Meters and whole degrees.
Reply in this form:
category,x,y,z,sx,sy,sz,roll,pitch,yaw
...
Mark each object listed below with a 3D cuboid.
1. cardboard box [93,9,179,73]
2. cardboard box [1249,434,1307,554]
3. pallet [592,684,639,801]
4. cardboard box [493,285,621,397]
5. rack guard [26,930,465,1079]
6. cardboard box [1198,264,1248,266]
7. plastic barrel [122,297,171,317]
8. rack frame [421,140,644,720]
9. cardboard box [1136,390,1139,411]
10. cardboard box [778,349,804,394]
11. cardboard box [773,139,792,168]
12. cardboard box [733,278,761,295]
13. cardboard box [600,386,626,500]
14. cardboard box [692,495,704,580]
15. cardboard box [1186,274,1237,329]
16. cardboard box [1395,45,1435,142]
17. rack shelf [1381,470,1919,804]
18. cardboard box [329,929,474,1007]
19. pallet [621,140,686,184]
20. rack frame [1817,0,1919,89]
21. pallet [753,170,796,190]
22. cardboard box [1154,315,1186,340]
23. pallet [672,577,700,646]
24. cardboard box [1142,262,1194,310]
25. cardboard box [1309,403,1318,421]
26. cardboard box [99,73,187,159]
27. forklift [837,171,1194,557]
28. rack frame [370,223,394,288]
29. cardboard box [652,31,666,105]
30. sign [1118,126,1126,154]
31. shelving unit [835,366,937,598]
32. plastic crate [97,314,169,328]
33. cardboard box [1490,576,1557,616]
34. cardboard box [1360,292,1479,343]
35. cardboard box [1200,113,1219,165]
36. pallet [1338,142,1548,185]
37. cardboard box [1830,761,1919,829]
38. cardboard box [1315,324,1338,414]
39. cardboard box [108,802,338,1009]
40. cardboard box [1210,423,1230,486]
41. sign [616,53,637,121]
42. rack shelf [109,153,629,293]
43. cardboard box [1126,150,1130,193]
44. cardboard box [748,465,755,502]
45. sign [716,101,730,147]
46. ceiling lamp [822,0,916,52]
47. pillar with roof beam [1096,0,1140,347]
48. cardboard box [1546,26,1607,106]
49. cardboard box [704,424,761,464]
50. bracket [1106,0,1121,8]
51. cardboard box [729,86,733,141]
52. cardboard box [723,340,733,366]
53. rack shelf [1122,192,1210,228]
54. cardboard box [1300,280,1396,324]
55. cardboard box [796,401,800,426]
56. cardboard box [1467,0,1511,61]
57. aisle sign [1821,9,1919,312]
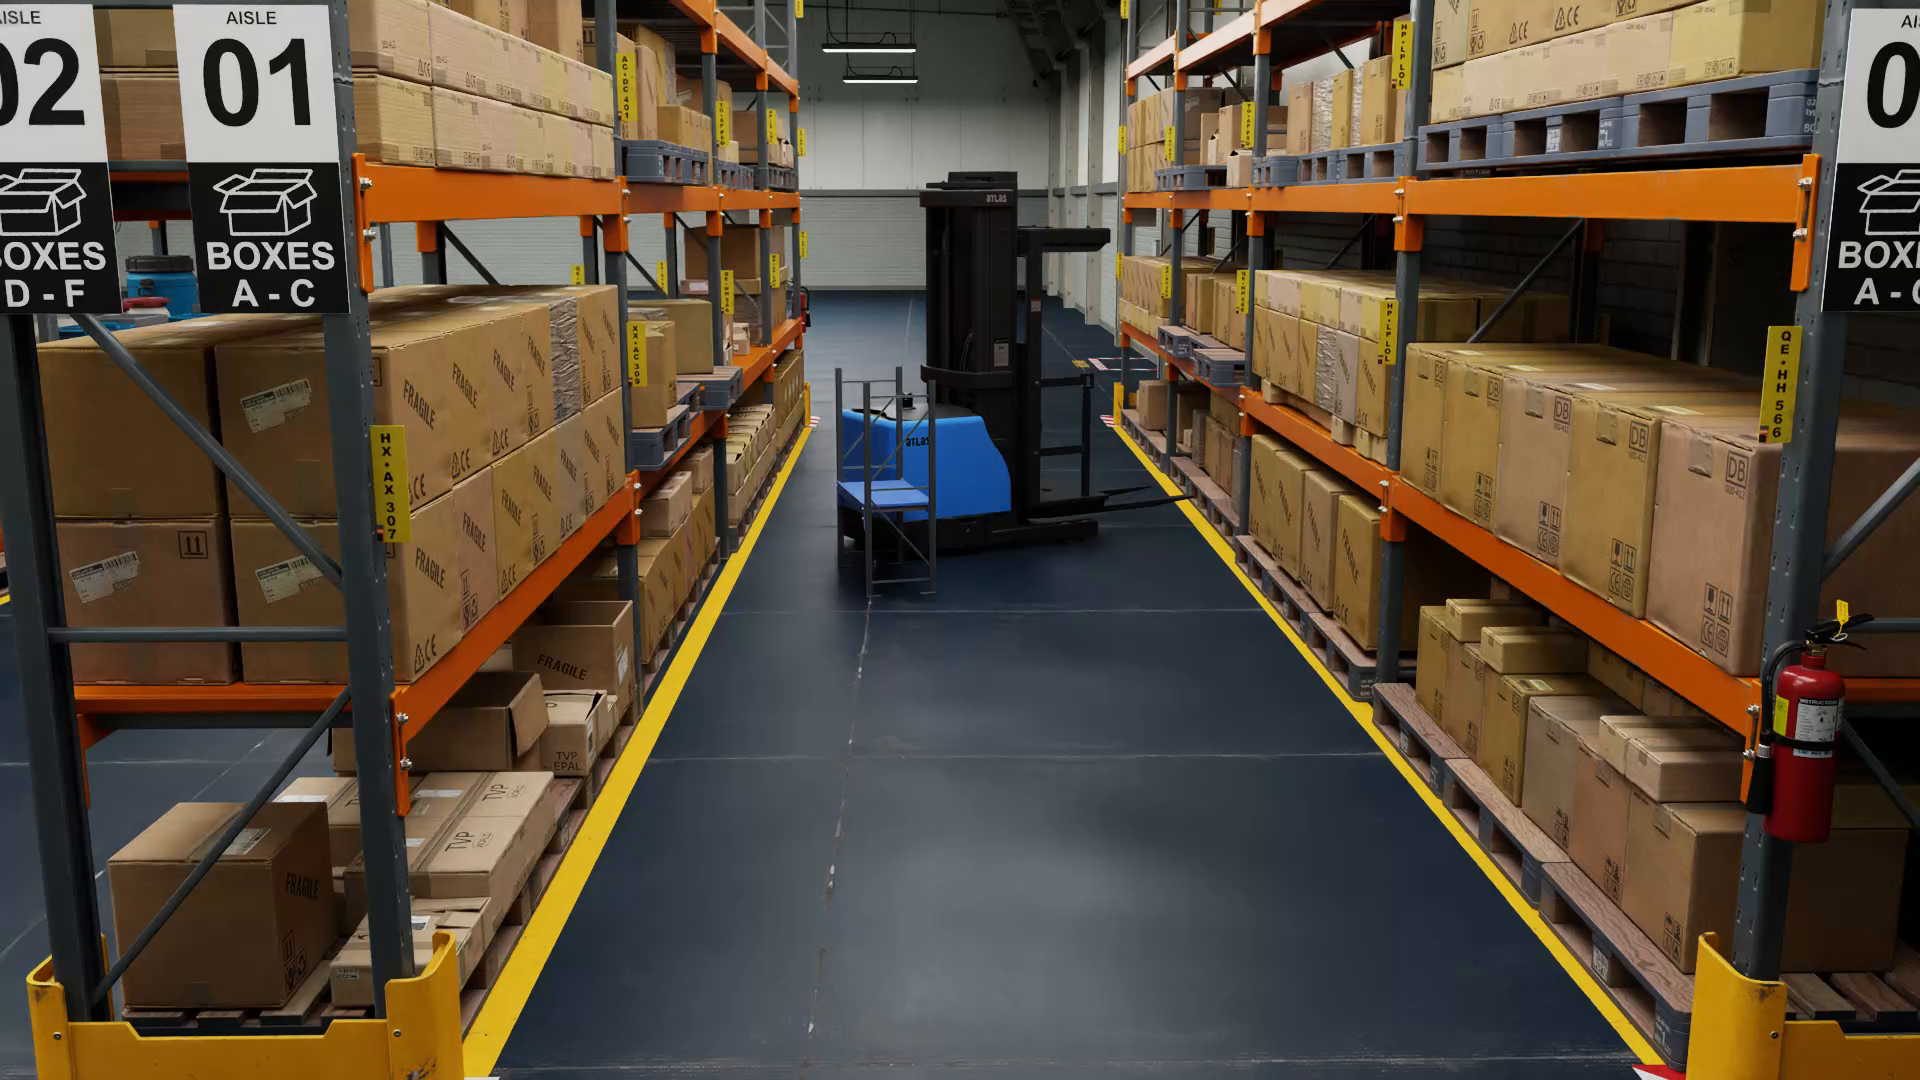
category,x,y,z,sx,sy,sz,roll,pitch,yaw
cardboard box,-2.384,-1.470,4.836,0.500,0.250,0.500,0,11,-1
cardboard box,2.553,-0.344,12.062,0.750,0.750,0.750,0,11,-2
pallet,-2.188,0.981,8.195,1.003,0.211,1.213,0,11,-1
cardboard box,-1.932,-0.962,7.991,0.500,0.500,0.500,0,11,-1
rack guard,-2.120,1.483,4.994,1.175,0.500,0.348,0,11,-1
cardboard box,2.778,-2.635,17.443,0.500,0.500,0.500,0,11,-1
plastic barrel,-7.518,-1.969,15.377,0.433,0.535,0.433,0,11,0
rack frame,-2.201,-0.522,8.590,1.000,3.000,0.127,0,11,-1
cardboard box,2.428,-1.689,19.996,0.500,0.311,0.500,-2,12,-8
cardboard box,-2.141,-2.028,19.986,0.500,0.500,0.500,0,11,-1
cardboard box,-2.150,-4.270,18.335,0.500,0.311,0.500,1,12,6
cardboard box,-2.179,-2.534,16.622,0.380,0.149,0.250,0,11,-1
cardboard box,-1.934,-0.473,8.096,0.500,0.500,0.500,0,11,0
cardboard box,-2.020,-0.020,11.296,0.500,0.500,0.500,-1,11,-3
cardboard box,2.562,-2.297,15.980,0.700,0.500,0.500,0,11,-1
cardboard box,2.843,-2.454,9.207,0.700,0.500,0.500,-1,12,-4
rack shelf,2.793,0.207,6.806,1.077,0.370,4.000,0,11,-1
cardboard box,-1.784,1.370,5.328,0.380,0.149,0.250,0,11,-1
pallet,-2.145,-2.030,8.951,1.213,0.211,1.003,0,11,-1
rack frame,2.834,-2.689,4.178,1.000,3.000,0.127,0,11,-1
pallet,-2.461,-4.194,19.365,1.003,0.211,1.213,0,11,-1
cardboard box,2.273,-2.163,17.004,0.500,0.250,0.500,0,11,-1
pallet,-2.284,0.440,10.862,1.003,0.211,1.213,0,11,-1
cardboard box,2.251,-2.730,17.911,0.500,0.500,0.500,-1,11,-3
cardboard box,2.486,-0.854,10.806,0.380,0.149,0.250,0,11,-1
cardboard box,-2.393,-1.225,4.886,0.500,0.250,0.500,0,11,-1
forklift,0.540,-1.499,13.574,3.031,2.935,1.130,-7,13,-29
rack frame,-7.402,-2.888,20.251,1.000,3.000,0.127,0,11,-1
cardboard box,-2.271,-3.139,11.175,0.500,0.500,0.500,0,11,-1
sign,1.961,-4.825,20.056,0.100,0.325,0.005,0,11,-1
shelving unit,-0.545,-0.446,11.987,0.538,1.500,1.048,-3,12,-15
plastic crate,-6.964,-1.652,13.996,0.402,0.464,0.583,0,11,-1
cardboard box,2.860,0.277,8.248,0.380,0.149,0.250,0,11,-1
cardboard box,2.486,-1.207,9.031,0.500,0.250,0.500,0,11,0
cardboard box,2.517,-3.750,15.646,0.500,0.500,0.500,1,12,7
pallet,2.683,-2.102,9.312,0.805,0.209,1.217,-1,11,-3
cardboard box,2.922,0.838,5.483,0.380,0.149,0.250,0,11,-1
cardboard box,2.467,-1.040,10.092,0.500,0.500,0.500,0,11,-1
cardboard box,-2.376,1.175,5.403,0.500,0.500,0.500,0,11,-1
cardboard box,2.649,-0.774,15.011,0.700,0.500,0.500,0,11,-1
sign,-1.659,-2.250,8.259,0.100,0.325,0.005,0,11,-1
rack shelf,-2.160,-1.242,6.404,1.077,0.370,4.000,0,11,-1
cardboard box,2.260,-4.390,19.809,0.500,0.500,0.500,0,11,0
cardboard box,-2.029,-0.484,14.262,0.500,0.250,0.500,-1,11,-3
sign,-1.741,-3.043,12.169,0.100,0.325,0.005,0,11,-1
ceiling lamp,-1.929,-11.958,35.189,2.000,3.185,0.800,0,11,-1
pillar with roof beam,-1.169,-8.101,30.858,9.100,9.000,0.548,0,11,-1
cardboard box,2.526,-1.751,6.172,0.500,0.250,0.500,-1,11,-3
cardboard box,-2.040,-0.864,14.723,0.500,0.311,0.500,0,11,-2
bracket,2.788,-9.799,30.173,0.235,0.232,0.430,0,11,-1
cardboard box,-2.393,-3.960,15.424,0.500,0.500,0.500,0,11,0
cardboard box,-2.109,-1.453,13.399,0.500,0.311,0.500,0,11,-2
rack shelf,2.545,-3.649,18.266,1.077,0.370,4.000,0,11,-1
cardboard box,2.463,-1.512,10.531,0.500,0.250,0.500,0,11,-2
cardboard box,-2.108,-1.462,19.081,0.500,0.250,0.500,0,11,-1
cardboard box,2.502,-2.317,7.077,0.500,0.500,0.500,0,11,-2
aisle sign,2.535,-1.007,4.440,0.394,0.787,0.004,0,11,-1
